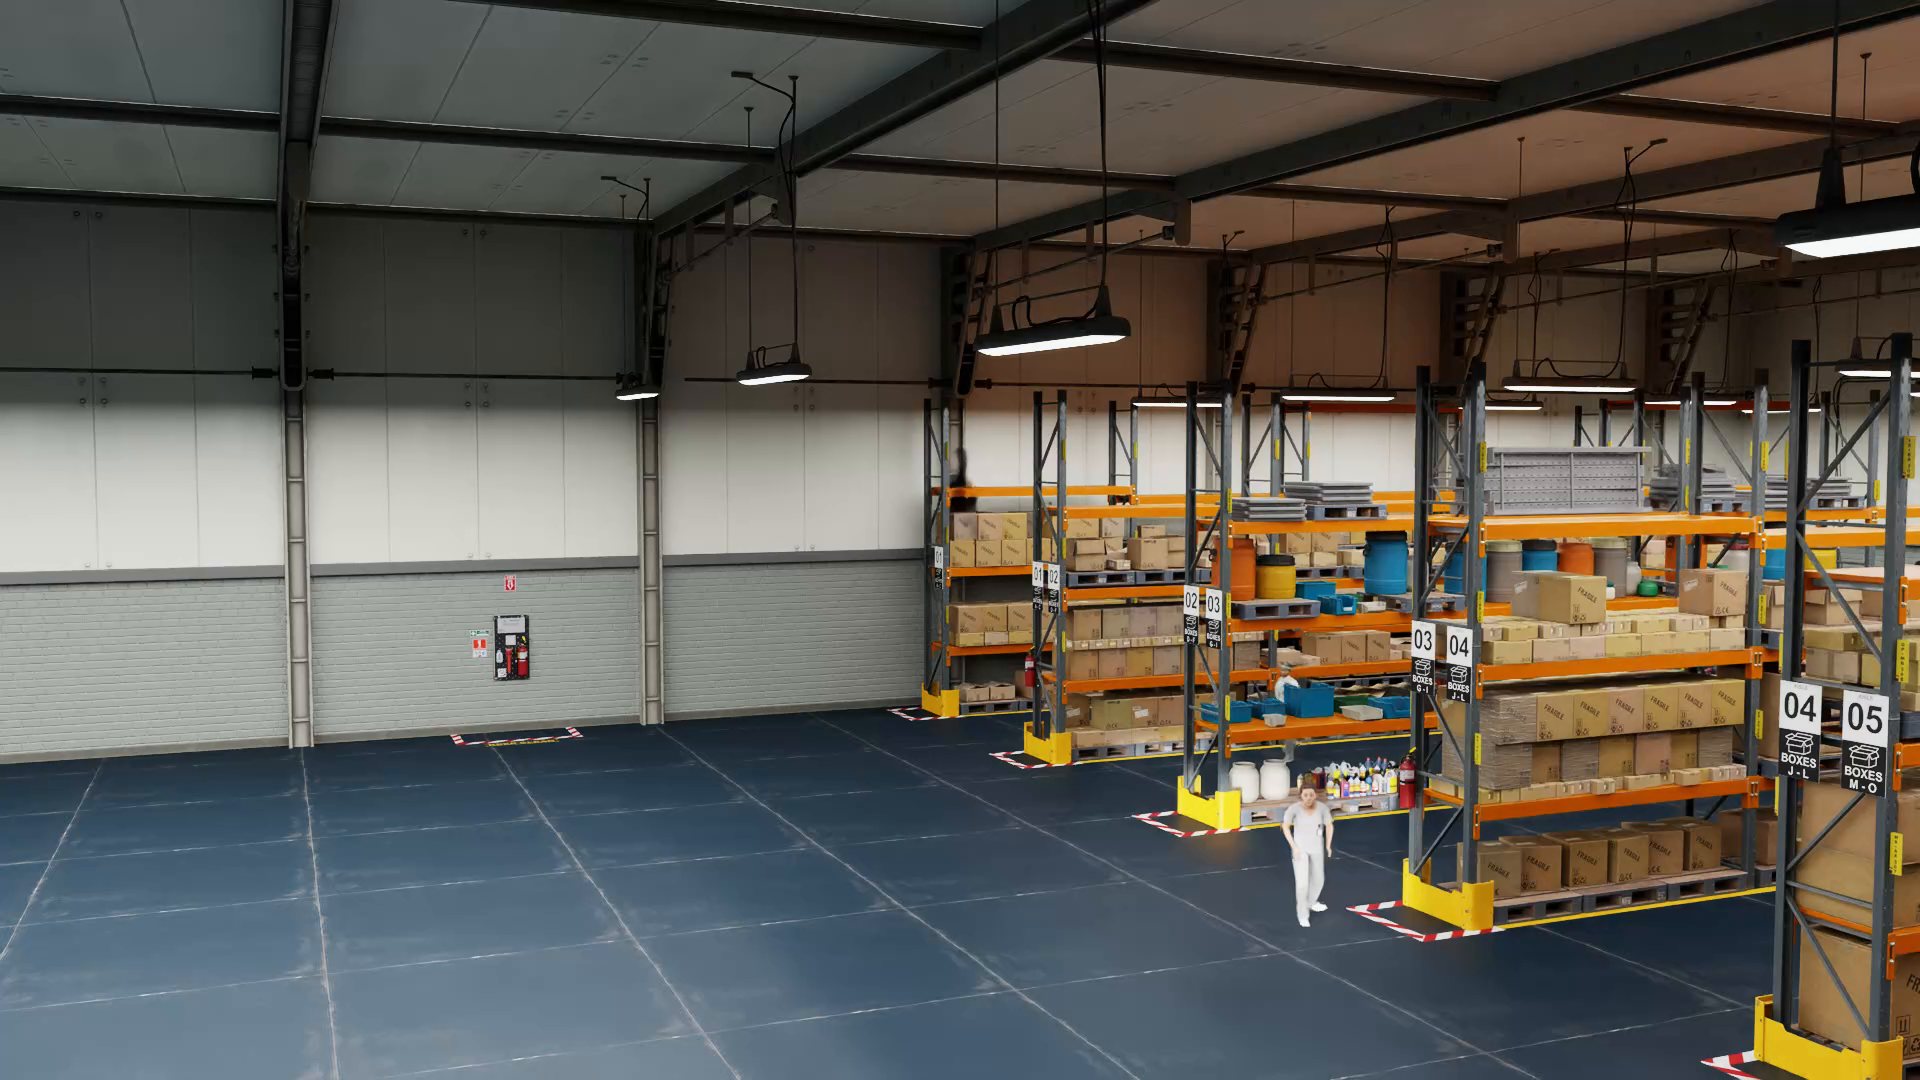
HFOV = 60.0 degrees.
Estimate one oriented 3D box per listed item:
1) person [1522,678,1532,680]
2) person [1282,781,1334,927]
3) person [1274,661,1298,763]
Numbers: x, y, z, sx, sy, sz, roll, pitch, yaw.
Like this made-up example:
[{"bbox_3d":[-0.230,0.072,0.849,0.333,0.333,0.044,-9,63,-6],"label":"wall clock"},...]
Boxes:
[{"bbox_3d":[9.042,2.748,26.658,0.720,1.734,0.727,-2,4,-30],"label":"person"},{"bbox_3d":[3.737,3.326,17.859,0.610,1.585,0.793,0,3,-7],"label":"person"},{"bbox_3d":[5.316,2.760,26.870,0.640,1.649,0.643,-2,4,-30],"label":"person"}]
